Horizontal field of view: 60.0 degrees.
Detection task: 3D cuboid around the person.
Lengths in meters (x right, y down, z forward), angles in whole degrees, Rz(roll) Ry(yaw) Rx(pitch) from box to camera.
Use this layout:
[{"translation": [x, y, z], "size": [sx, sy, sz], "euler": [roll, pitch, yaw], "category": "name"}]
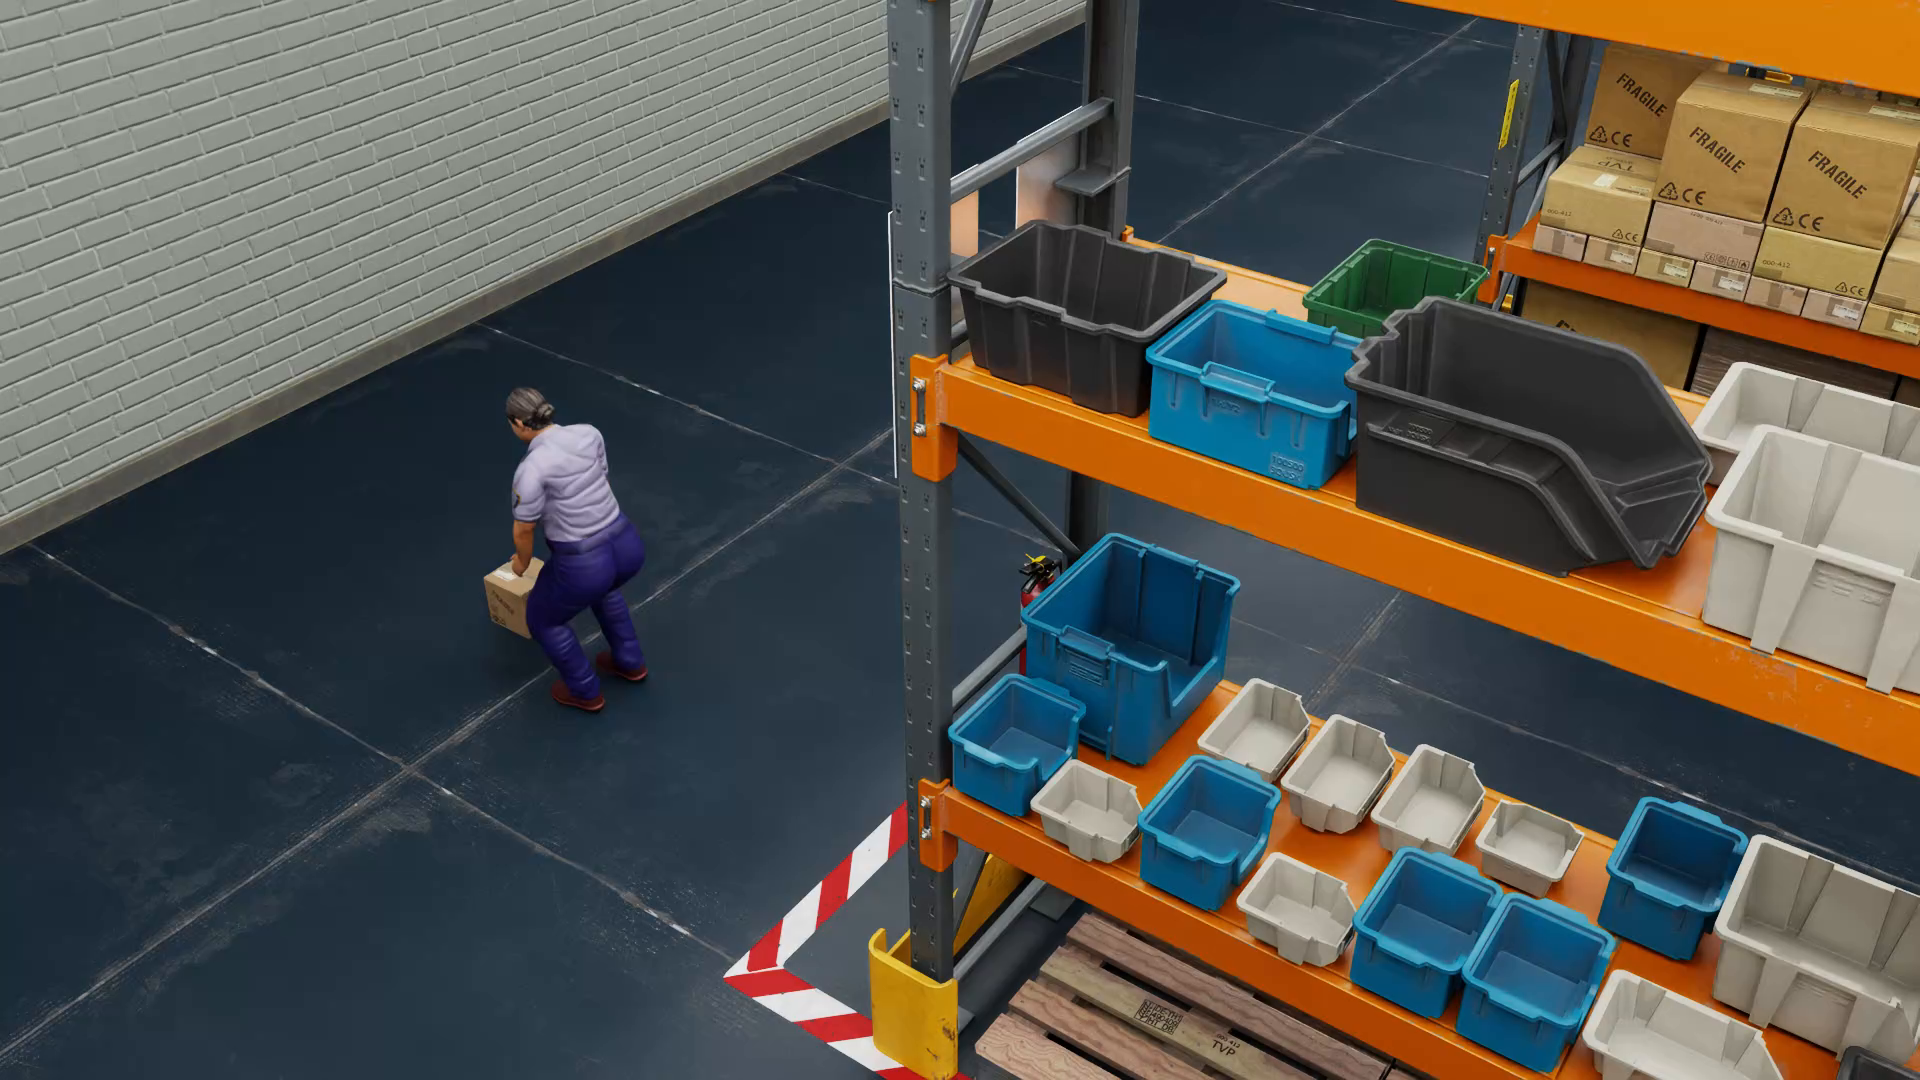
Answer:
[{"translation": [-1.659, 0.064, 7.181], "size": [0.507, 1.529, 0.519], "euler": [23, 41, 29], "category": "person"}]
